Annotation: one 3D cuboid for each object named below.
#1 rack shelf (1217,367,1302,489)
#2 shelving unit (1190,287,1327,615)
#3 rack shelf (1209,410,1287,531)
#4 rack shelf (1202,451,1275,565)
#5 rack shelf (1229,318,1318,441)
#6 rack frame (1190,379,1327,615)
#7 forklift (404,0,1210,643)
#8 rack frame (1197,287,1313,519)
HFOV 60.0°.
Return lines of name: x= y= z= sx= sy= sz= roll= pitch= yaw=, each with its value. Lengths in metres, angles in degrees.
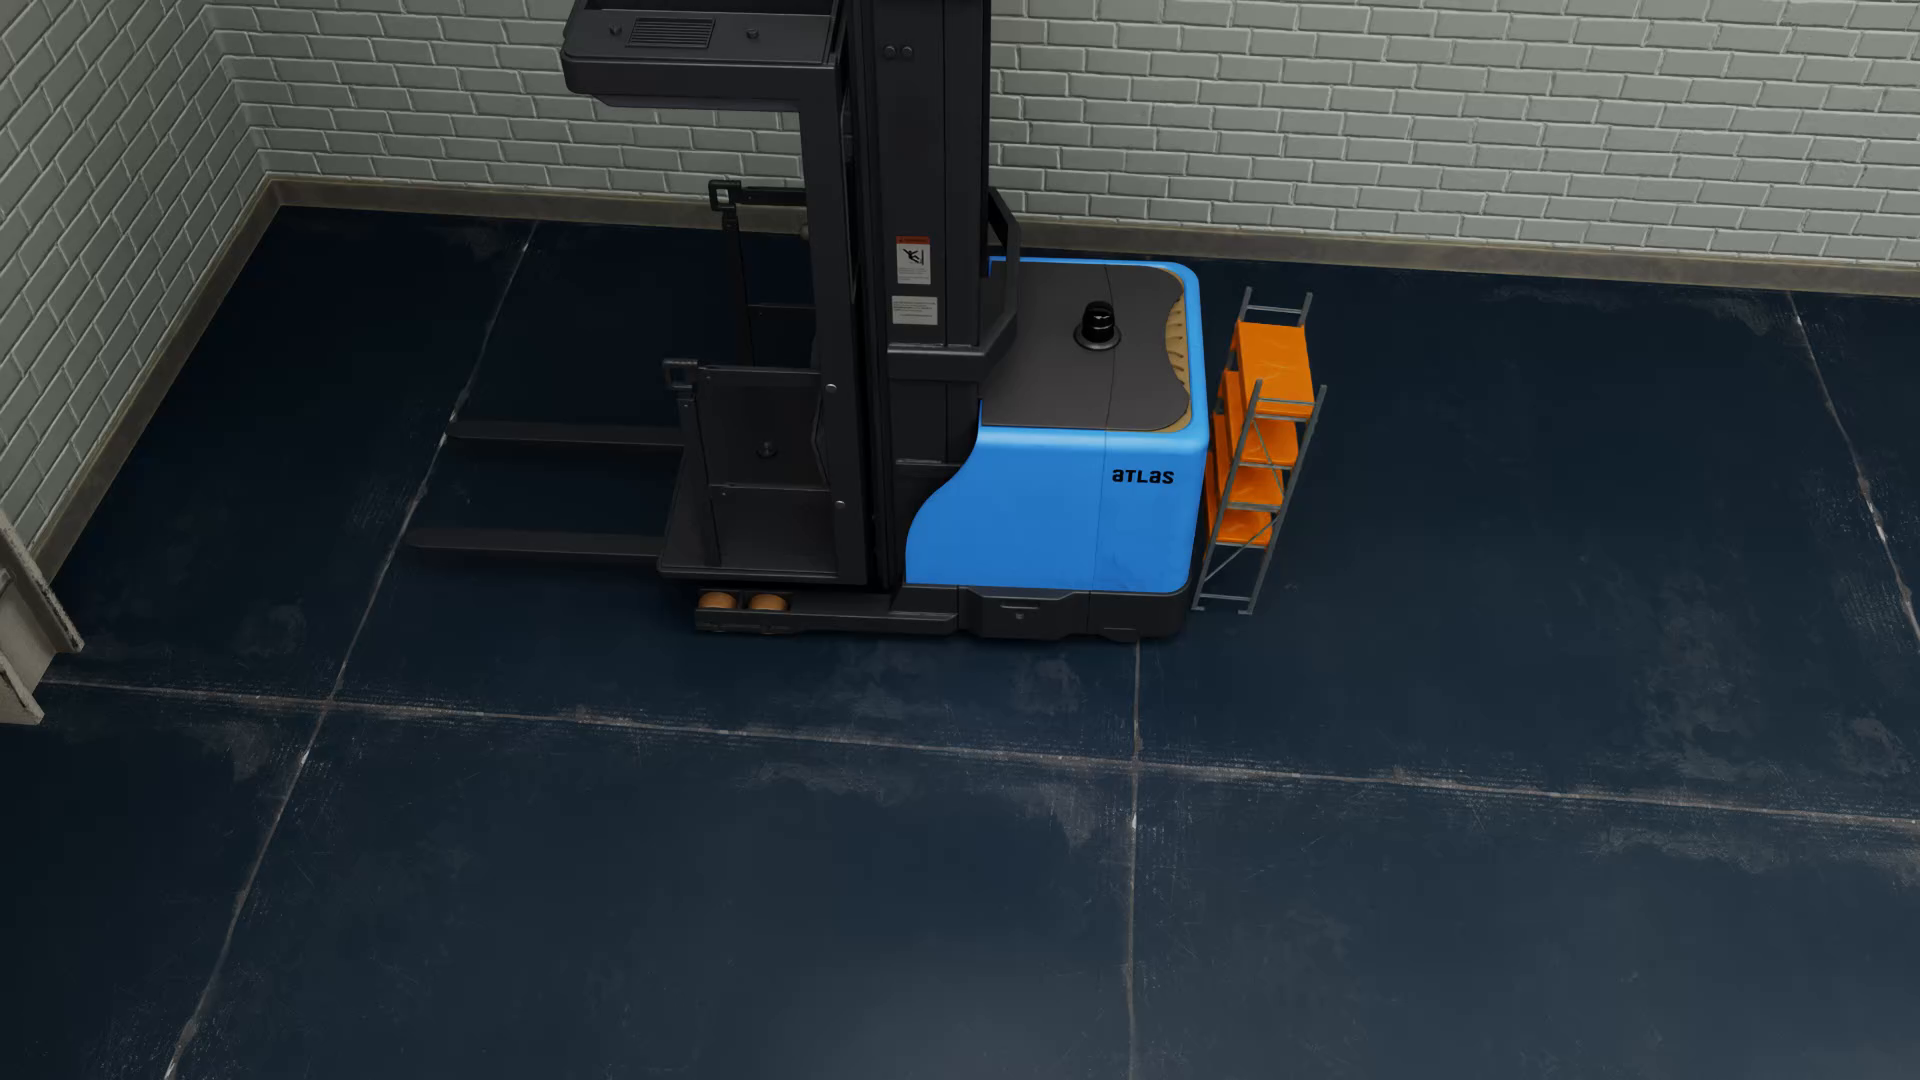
rack shelf: x=1.091 y=-0.410 z=6.087 sx=0.258 sy=0.148 sz=0.480 roll=5 pitch=48 yaw=-2
shelving unit: x=1.078 y=-0.305 z=6.203 sx=0.258 sy=1.200 sz=0.503 roll=5 pitch=48 yaw=-2
rack shelf: x=1.072 y=-0.260 z=6.252 sx=0.258 sy=0.148 sz=0.480 roll=5 pitch=48 yaw=-2
rack shelf: x=1.055 y=-0.127 z=6.399 sx=0.258 sy=0.148 sz=0.480 roll=5 pitch=48 yaw=-2
rack shelf: x=1.111 y=-0.568 z=5.913 sx=0.258 sy=0.148 sz=0.480 roll=5 pitch=48 yaw=-2
rack frame: x=1.067 y=-0.125 z=6.038 sx=0.240 sy=1.200 sz=0.015 roll=5 pitch=48 yaw=-2
forklift: x=-0.626 y=-1.014 z=5.691 sx=3.031 sy=2.935 sz=1.130 roll=2 pitch=48 yaw=2
rack frame: x=1.088 y=-0.485 z=6.367 sx=0.240 sy=1.200 sz=0.015 roll=5 pitch=48 yaw=-2
